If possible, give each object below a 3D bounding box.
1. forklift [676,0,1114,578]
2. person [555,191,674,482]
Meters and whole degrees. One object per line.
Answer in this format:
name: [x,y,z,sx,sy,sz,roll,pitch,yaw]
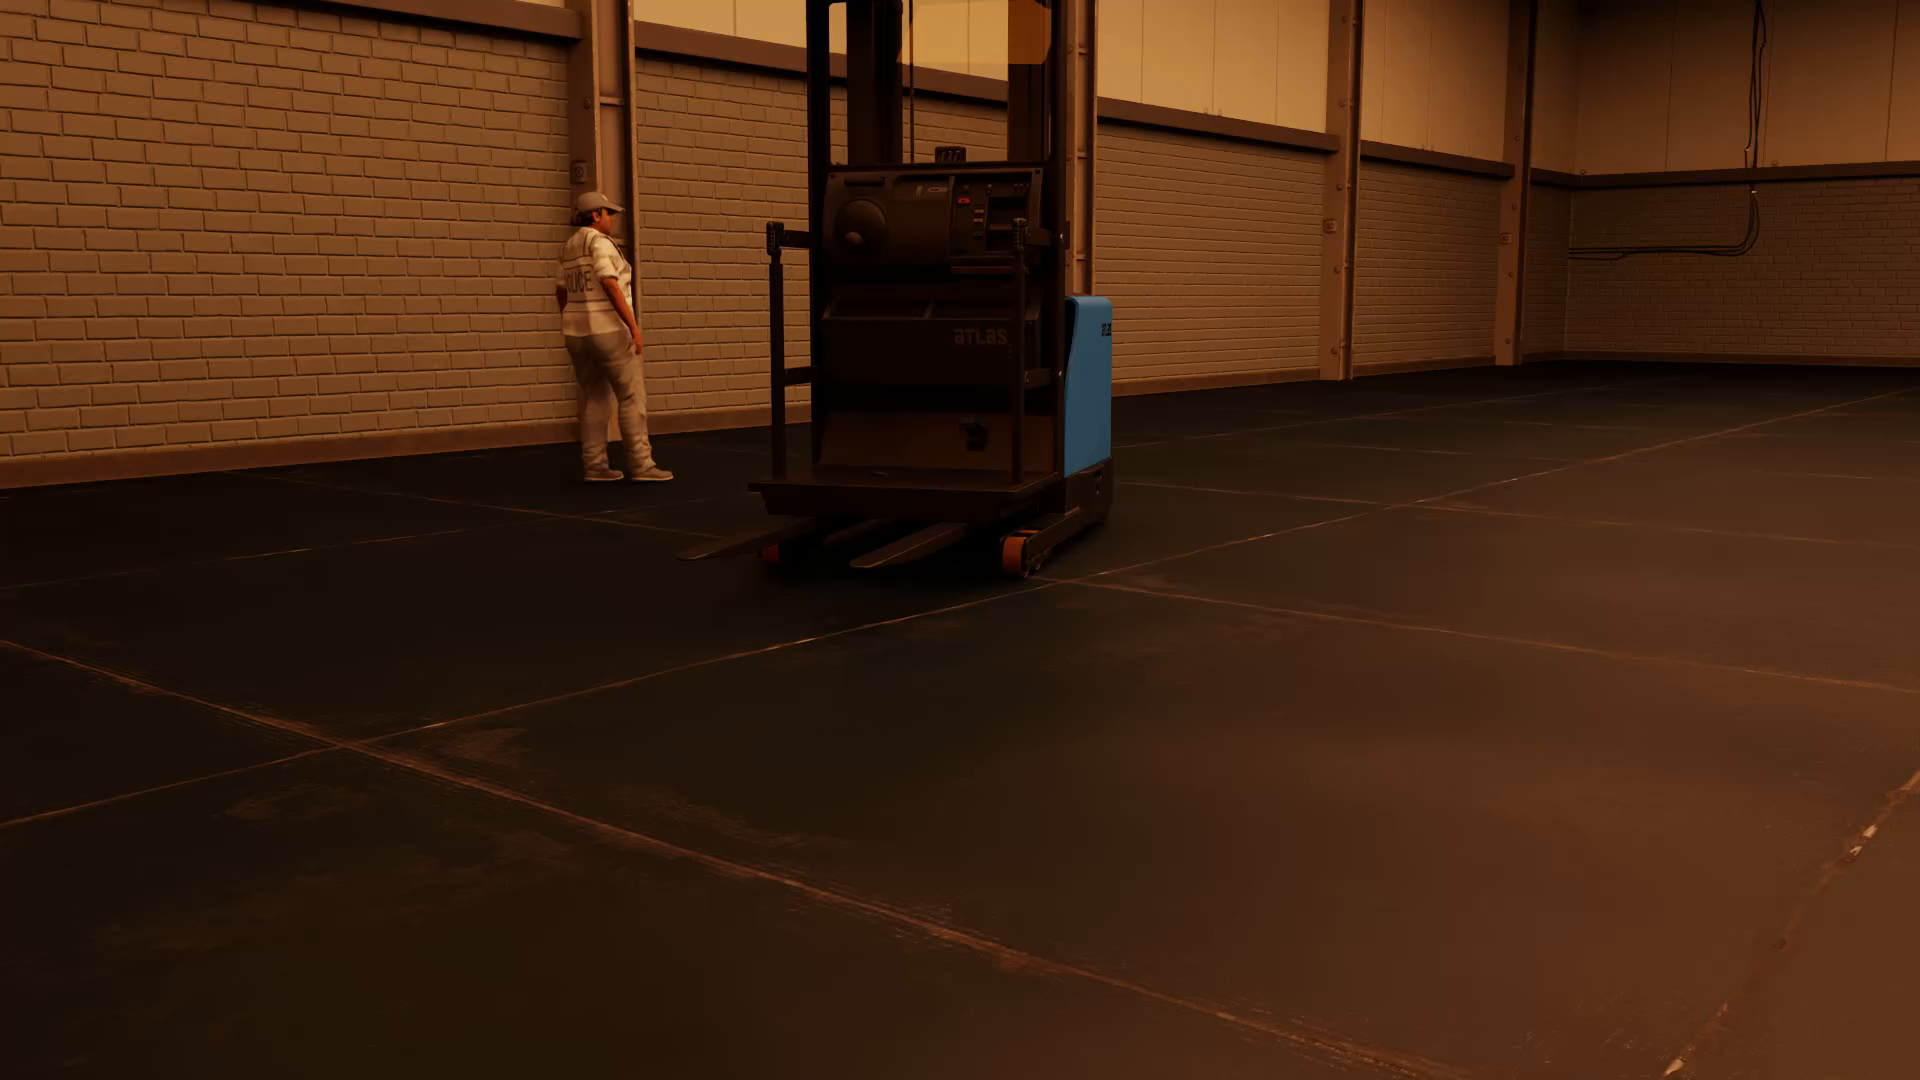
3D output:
forklift: [-0.176,-1.366,6.616,1.130,2.935,3.031,3,9,17]
person: [-2.018,-1.166,9.624,0.623,1.669,0.525,7,11,38]
